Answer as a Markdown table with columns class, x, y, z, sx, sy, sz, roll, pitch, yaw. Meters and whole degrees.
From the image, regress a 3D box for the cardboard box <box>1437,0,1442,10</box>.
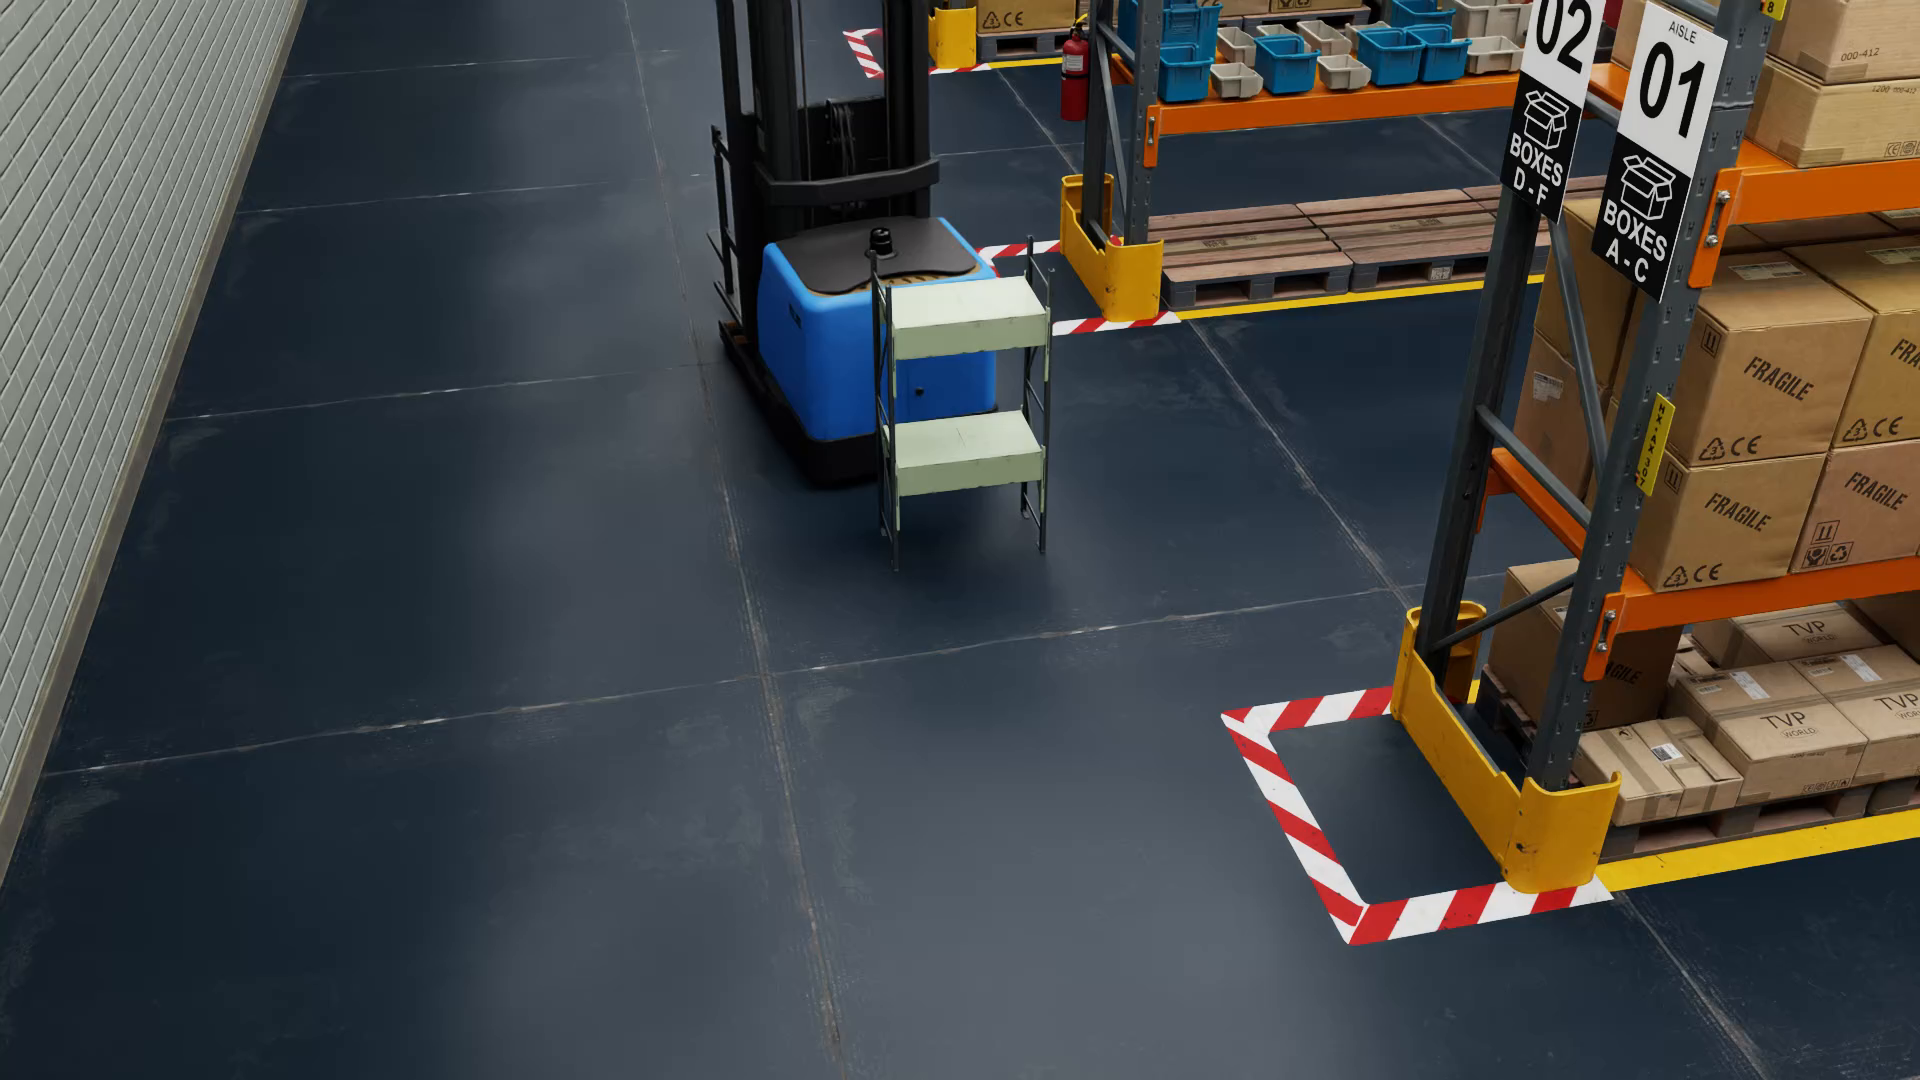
| class | x | y | z | sx | sy | sz | roll | pitch | yaw |
| --- | --- | --- | --- | --- | --- | --- | --- | --- | --- |
| cardboard box | 4.399 | -5.492 | 15.272 | 0.875 | 0.875 | 1.225 | -7 | 35 | -10 |

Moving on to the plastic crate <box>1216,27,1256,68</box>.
| class | x | y | z | sx | sy | sz | roll | pitch | yaw |
| --- | --- | --- | --- | --- | --- | --- | --- | --- | --- |
| plastic crate | 1.726 | -3.041 | 10.272 | 0.243 | 0.136 | 0.396 | -7 | 35 | -11 |

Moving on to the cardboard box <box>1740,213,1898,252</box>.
| class | x | y | z | sx | sy | sz | roll | pitch | yaw |
| --- | --- | --- | --- | --- | --- | --- | --- | --- | --- |
| cardboard box | 2.925 | -0.957 | 5.998 | 0.500 | 0.500 | 0.500 | -6 | 34 | -9 |

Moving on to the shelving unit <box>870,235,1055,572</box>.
| class | x | y | z | sx | sy | sz | roll | pitch | yaw |
| --- | --- | --- | --- | --- | --- | --- | --- | --- | --- |
| shelving unit | 0.007 | -0.624 | 7.833 | 0.755 | 1.500 | 0.431 | -7 | 35 | -11 |

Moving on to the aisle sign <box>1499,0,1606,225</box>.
| class | x | y | z | sx | sy | sz | roll | pitch | yaw |
| --- | --- | --- | --- | --- | --- | --- | --- | --- | --- |
| aisle sign | 1.925 | -1.472 | 5.418 | 0.004 | 0.787 | 0.394 | -7 | 35 | -11 |

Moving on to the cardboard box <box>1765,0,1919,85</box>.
| class | x | y | z | sx | sy | sz | roll | pitch | yaw |
| --- | --- | --- | --- | --- | --- | --- | --- | --- | --- |
| cardboard box | 2.618 | -1.546 | 4.857 | 0.500 | 0.250 | 0.500 | -7 | 35 | -11 |

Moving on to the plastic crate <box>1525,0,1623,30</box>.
| class | x | y | z | sx | sy | sz | roll | pitch | yaw |
| --- | --- | --- | --- | --- | --- | --- | --- | --- | --- |
| plastic crate | 3.946 | -3.496 | 10.657 | 0.583 | 0.464 | 0.402 | -7 | 35 | -11 |

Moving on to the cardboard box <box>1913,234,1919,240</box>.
| class | x | y | z | sx | sy | sz | roll | pitch | yaw |
| --- | --- | --- | --- | --- | --- | --- | --- | --- | --- |
| cardboard box | 3.548 | -0.729 | 5.658 | 0.500 | 0.500 | 0.500 | -7 | 34 | -10 |

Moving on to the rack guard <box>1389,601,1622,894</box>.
| class | x | y | z | sx | sy | sz | roll | pitch | yaw |
| --- | --- | --- | --- | --- | --- | --- | --- | --- | --- |
| rack guard | 2.133 | 0.795 | 6.617 | 0.348 | 0.500 | 1.175 | -7 | 35 | -11 |

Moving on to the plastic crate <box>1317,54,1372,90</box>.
| class | x | y | z | sx | sy | sz | roll | pitch | yaw |
| --- | --- | --- | --- | --- | --- | --- | --- | --- | --- |
| plastic crate | 2.276 | -2.771 | 9.870 | 0.298 | 0.136 | 0.250 | -7 | 35 | -11 |

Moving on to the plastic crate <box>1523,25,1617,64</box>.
| class | x | y | z | sx | sy | sz | roll | pitch | yaw |
| --- | --- | --- | --- | --- | --- | --- | --- | --- | --- |
| plastic crate | 3.839 | -3.045 | 10.289 | 0.590 | 0.125 | 0.437 | -7 | 35 | -11 |

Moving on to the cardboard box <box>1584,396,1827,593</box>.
| class | x | y | z | sx | sy | sz | roll | pitch | yaw |
| --- | --- | --- | --- | --- | --- | --- | --- | --- | --- |
| cardboard box | 2.550 | -0.187 | 5.747 | 0.500 | 0.500 | 0.500 | -6 | 34 | -10 |

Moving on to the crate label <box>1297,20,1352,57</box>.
| class | x | y | z | sx | sy | sz | roll | pitch | yaw |
| --- | --- | --- | --- | --- | --- | --- | --- | --- | --- |
| crate label | 2.278 | -3.116 | 10.384 | 0.243 | 0.136 | 0.396 | -7 | 35 | -11 |

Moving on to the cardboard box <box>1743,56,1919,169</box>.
| class | x | y | z | sx | sy | sz | roll | pitch | yaw |
| --- | --- | --- | --- | --- | --- | --- | --- | --- | --- |
| cardboard box | 2.617 | -1.342 | 5.001 | 0.500 | 0.250 | 0.500 | -7 | 35 | -11 |

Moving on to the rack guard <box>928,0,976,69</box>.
| class | x | y | z | sx | sy | sz | roll | pitch | yaw |
| --- | --- | --- | --- | --- | --- | --- | --- | --- | --- |
| rack guard | -0.146 | -4.578 | 14.623 | 0.348 | 0.500 | 1.175 | -7 | 35 | -11 |

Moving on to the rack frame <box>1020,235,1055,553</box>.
| class | x | y | z | sx | sy | sz | roll | pitch | yaw |
| --- | --- | --- | --- | --- | --- | --- | --- | --- | --- |
| rack frame | 0.364 | -0.669 | 7.900 | 0.023 | 1.500 | 0.400 | -7 | 35 | -11 |

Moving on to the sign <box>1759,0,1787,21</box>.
| class | x | y | z | sx | sy | sz | roll | pitch | yaw |
| --- | --- | --- | --- | --- | --- | --- | --- | --- | --- |
| sign | 2.179 | -1.548 | 4.388 | 0.005 | 0.325 | 0.100 | -7 | 35 | -11 |

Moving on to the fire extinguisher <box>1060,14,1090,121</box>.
| class | x | y | z | sx | sy | sz | roll | pitch | yaw |
| --- | --- | --- | --- | --- | --- | --- | --- | --- | --- |
| fire extinguisher | 0.723 | -2.968 | 10.385 | 0.183 | 0.674 | 0.296 | -7 | 35 | -11 |

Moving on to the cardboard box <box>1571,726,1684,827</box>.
| class | x | y | z | sx | sy | sz | roll | pitch | yaw |
| --- | --- | --- | --- | --- | --- | --- | --- | --- | --- |
| cardboard box | 2.544 | 0.902 | 6.377 | 0.250 | 0.149 | 0.380 | -7 | 35 | -11 |

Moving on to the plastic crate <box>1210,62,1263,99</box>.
| class | x | y | z | sx | sy | sz | roll | pitch | yaw |
| --- | --- | --- | --- | --- | --- | --- | --- | --- | --- |
| plastic crate | 1.615 | -2.688 | 9.746 | 0.298 | 0.136 | 0.250 | -7 | 35 | -11 |

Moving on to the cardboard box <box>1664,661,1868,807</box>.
| class | x | y | z | sx | sy | sz | roll | pitch | yaw |
| --- | --- | --- | --- | --- | --- | --- | --- | --- | --- |
| cardboard box | 3.140 | 0.751 | 6.512 | 0.500 | 0.250 | 0.500 | -7 | 35 | -11 |

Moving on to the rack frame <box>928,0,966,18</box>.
| class | x | y | z | sx | sy | sz | roll | pitch | yaw |
| --- | --- | --- | --- | --- | --- | --- | --- | --- | --- |
| rack frame | -0.122 | -5.618 | 13.931 | 0.127 | 3.000 | 1.000 | -7 | 35 | -11 |

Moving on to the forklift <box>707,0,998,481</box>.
| class | x | y | z | sx | sy | sz | roll | pitch | yaw |
| --- | --- | --- | --- | --- | --- | --- | --- | --- | --- |
| forklift | -0.796 | -2.333 | 9.097 | 1.130 | 2.935 | 3.031 | -12 | 36 | -17 |

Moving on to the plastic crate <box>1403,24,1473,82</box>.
| class | x | y | z | sx | sy | sz | roll | pitch | yaw |
| --- | --- | --- | --- | --- | --- | --- | --- | --- | --- |
| plastic crate | 2.861 | -2.932 | 10.024 | 0.300 | 0.233 | 0.416 | -7 | 35 | -11 |

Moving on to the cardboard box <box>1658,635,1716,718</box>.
| class | x | y | z | sx | sy | sz | roll | pitch | yaw |
| --- | --- | --- | --- | --- | --- | --- | --- | --- | --- |
| cardboard box | 2.950 | 0.558 | 6.874 | 0.250 | 0.166 | 0.380 | -7 | 35 | -11 |

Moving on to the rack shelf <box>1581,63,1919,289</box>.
| class | x | y | z | sx | sy | sz | roll | pitch | yaw |
| --- | --- | --- | --- | --- | --- | --- | --- | --- | --- |
| rack shelf | 4.010 | -1.427 | 5.638 | 4.000 | 0.370 | 1.077 | -7 | 35 | -11 |

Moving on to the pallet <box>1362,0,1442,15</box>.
| class | x | y | z | sx | sy | sz | roll | pitch | yaw |
| --- | --- | --- | --- | --- | --- | --- | --- | --- | --- |
| pallet | 4.515 | -5.088 | 15.643 | 1.213 | 0.211 | 1.003 | -7 | 35 | -11 |

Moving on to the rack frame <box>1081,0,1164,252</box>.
| class | x | y | z | sx | sy | sz | roll | pitch | yaw |
| --- | --- | --- | --- | --- | --- | --- | --- | --- | --- |
| rack frame | 0.970 | -2.927 | 9.919 | 0.127 | 3.000 | 1.000 | -7 | 35 | -11 |

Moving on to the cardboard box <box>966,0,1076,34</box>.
| class | x | y | z | sx | sy | sz | roll | pitch | yaw |
| --- | --- | --- | --- | --- | --- | --- | --- | --- | --- |
| cardboard box | 0.484 | -5.033 | 14.588 | 0.875 | 0.875 | 0.875 | -7 | 35 | -11 |

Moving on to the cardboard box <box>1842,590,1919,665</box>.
| class | x | y | z | sx | sy | sz | roll | pitch | yaw |
| --- | --- | --- | --- | --- | --- | --- | --- | --- | --- |
| cardboard box | 4.129 | 0.362 | 6.864 | 0.637 | 0.503 | 0.797 | -7 | 35 | -11 |

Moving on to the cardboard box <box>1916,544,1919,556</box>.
| class | x | y | z | sx | sy | sz | roll | pitch | yaw |
| --- | --- | --- | --- | --- | --- | --- | --- | --- | --- |
| cardboard box | 3.543 | -0.313 | 5.935 | 0.500 | 0.500 | 0.500 | -7 | 35 | -11 |

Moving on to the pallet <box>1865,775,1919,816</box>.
| class | x | y | z | sx | sy | sz | roll | pitch | yaw |
| --- | --- | --- | --- | --- | --- | --- | --- | --- | --- |
| pallet | 4.098 | 0.668 | 7.065 | 1.213 | 0.211 | 1.003 | -7 | 35 | -11 |

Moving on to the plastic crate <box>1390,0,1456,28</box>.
| class | x | y | z | sx | sy | sz | roll | pitch | yaw |
| --- | --- | --- | --- | --- | --- | --- | --- | --- | --- |
| plastic crate | 2.917 | -3.274 | 10.533 | 0.300 | 0.233 | 0.416 | -7 | 35 | -11 |

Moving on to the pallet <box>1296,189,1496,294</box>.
| class | x | y | z | sx | sy | sz | roll | pitch | yaw |
| --- | --- | --- | --- | --- | --- | --- | --- | --- | --- |
| pallet | 2.971 | -1.997 | 11.036 | 1.213 | 0.211 | 1.003 | -7 | 35 | -11 |

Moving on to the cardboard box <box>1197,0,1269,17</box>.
| class | x | y | z | sx | sy | sz | roll | pitch | yaw |
| --- | --- | --- | --- | --- | --- | --- | --- | --- | --- |
| cardboard box | 2.240 | -5.254 | 14.917 | 0.875 | 0.875 | 0.875 | -7 | 35 | -11 |

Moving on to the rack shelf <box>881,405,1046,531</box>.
| class | x | y | z | sx | sy | sz | roll | pitch | yaw |
| --- | --- | --- | --- | --- | --- | --- | --- | --- | --- |
| rack shelf | 0.007 | -0.353 | 8.015 | 0.720 | 0.370 | 0.431 | -7 | 35 | -11 |

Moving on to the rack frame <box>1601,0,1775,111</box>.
| class | x | y | z | sx | sy | sz | roll | pitch | yaw |
| --- | --- | --- | --- | --- | --- | --- | --- | --- | --- |
| rack frame | 2.059 | -2.725 | 4.235 | 0.127 | 3.000 | 1.000 | -7 | 35 | -11 |

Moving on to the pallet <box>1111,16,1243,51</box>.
| class | x | y | z | sx | sy | sz | roll | pitch | yaw |
| --- | --- | --- | --- | --- | --- | --- | --- | --- | --- |
| pallet | 1.828 | -4.749 | 15.138 | 1.213 | 0.211 | 1.003 | -7 | 35 | -11 |

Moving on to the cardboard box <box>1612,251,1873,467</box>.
| class | x | y | z | sx | sy | sz | roll | pitch | yaw |
| --- | --- | --- | --- | --- | --- | --- | --- | --- | --- |
| cardboard box | 2.550 | -0.602 | 5.468 | 0.500 | 0.500 | 0.500 | -6 | 34 | -9 |
